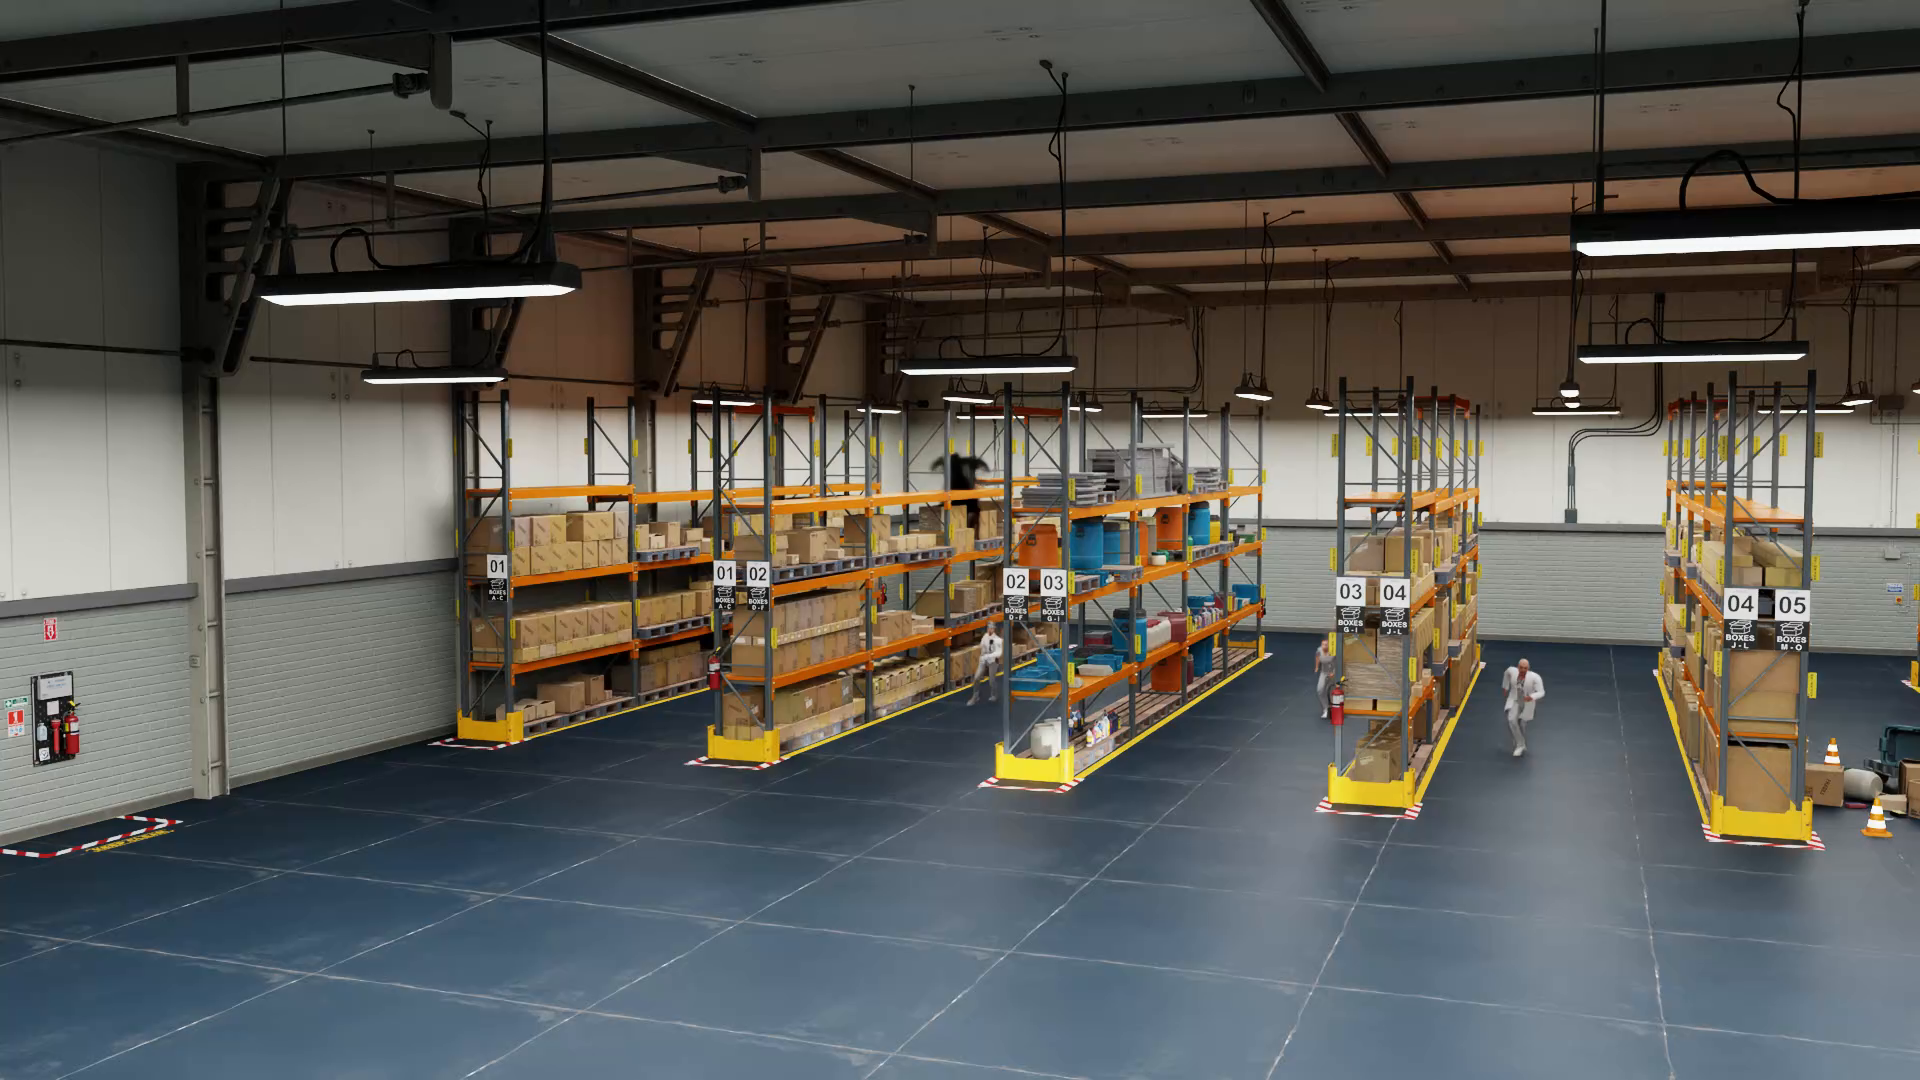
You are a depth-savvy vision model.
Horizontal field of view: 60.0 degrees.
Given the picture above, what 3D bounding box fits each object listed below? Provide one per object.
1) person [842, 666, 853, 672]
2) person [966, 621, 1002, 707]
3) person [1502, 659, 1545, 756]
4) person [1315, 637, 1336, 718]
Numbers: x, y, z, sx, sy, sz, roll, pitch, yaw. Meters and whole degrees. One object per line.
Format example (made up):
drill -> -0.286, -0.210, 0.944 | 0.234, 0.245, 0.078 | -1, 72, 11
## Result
person -> -2.571, 2.185, 35.771 | 0.575, 1.631, 1.003 | 1, 3, 11
person -> 0.562, 2.390, 32.251 | 0.662, 1.653, 0.787 | 2, 4, 31
person -> 9.186, 2.677, 27.127 | 0.680, 1.578, 1.209 | 1, 3, 22
person -> 6.976, 2.531, 31.189 | 0.558, 1.522, 1.036 | 2, 4, 29
